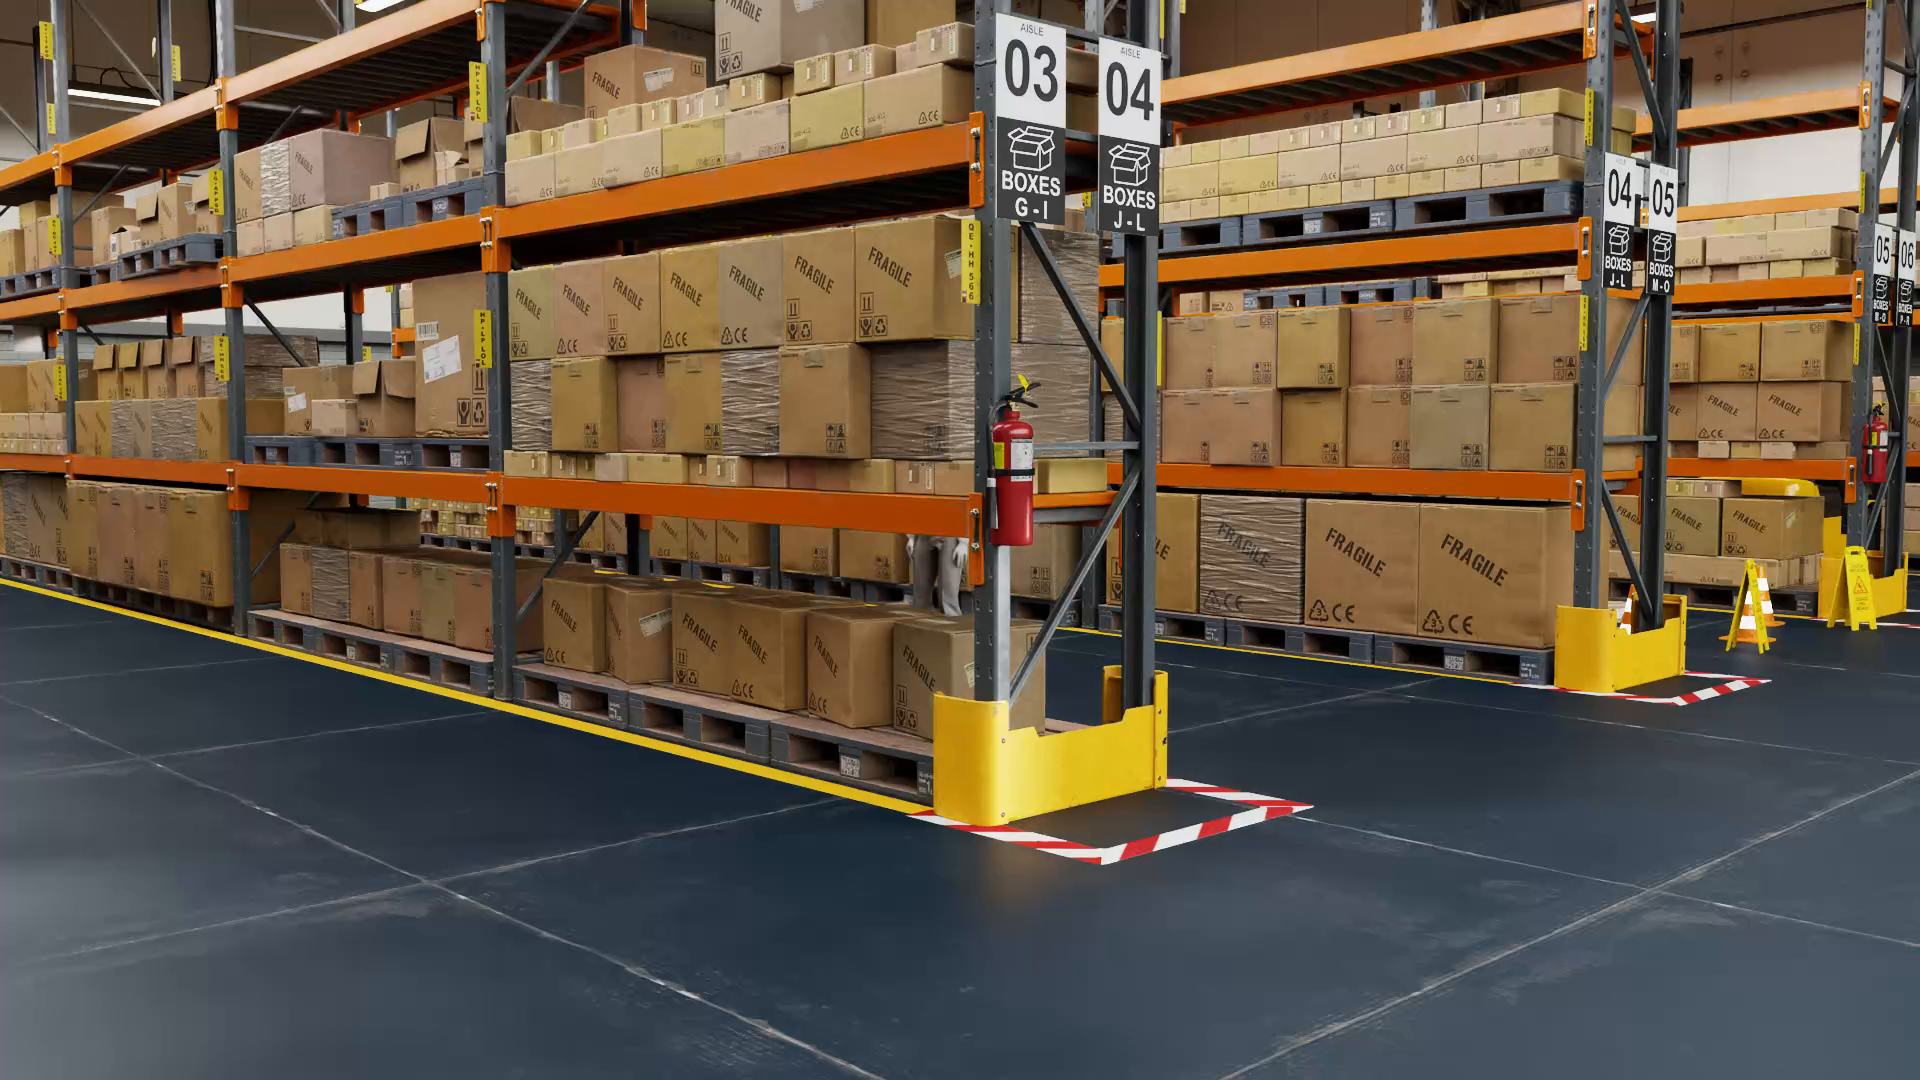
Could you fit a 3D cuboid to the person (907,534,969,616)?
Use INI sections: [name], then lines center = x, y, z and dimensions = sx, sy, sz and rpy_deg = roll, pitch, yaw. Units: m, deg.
[person]
center = -0.135, 0.018, 10.763
dimensions = 0.532, 1.662, 0.375
rpy_deg = 4, 6, 43
